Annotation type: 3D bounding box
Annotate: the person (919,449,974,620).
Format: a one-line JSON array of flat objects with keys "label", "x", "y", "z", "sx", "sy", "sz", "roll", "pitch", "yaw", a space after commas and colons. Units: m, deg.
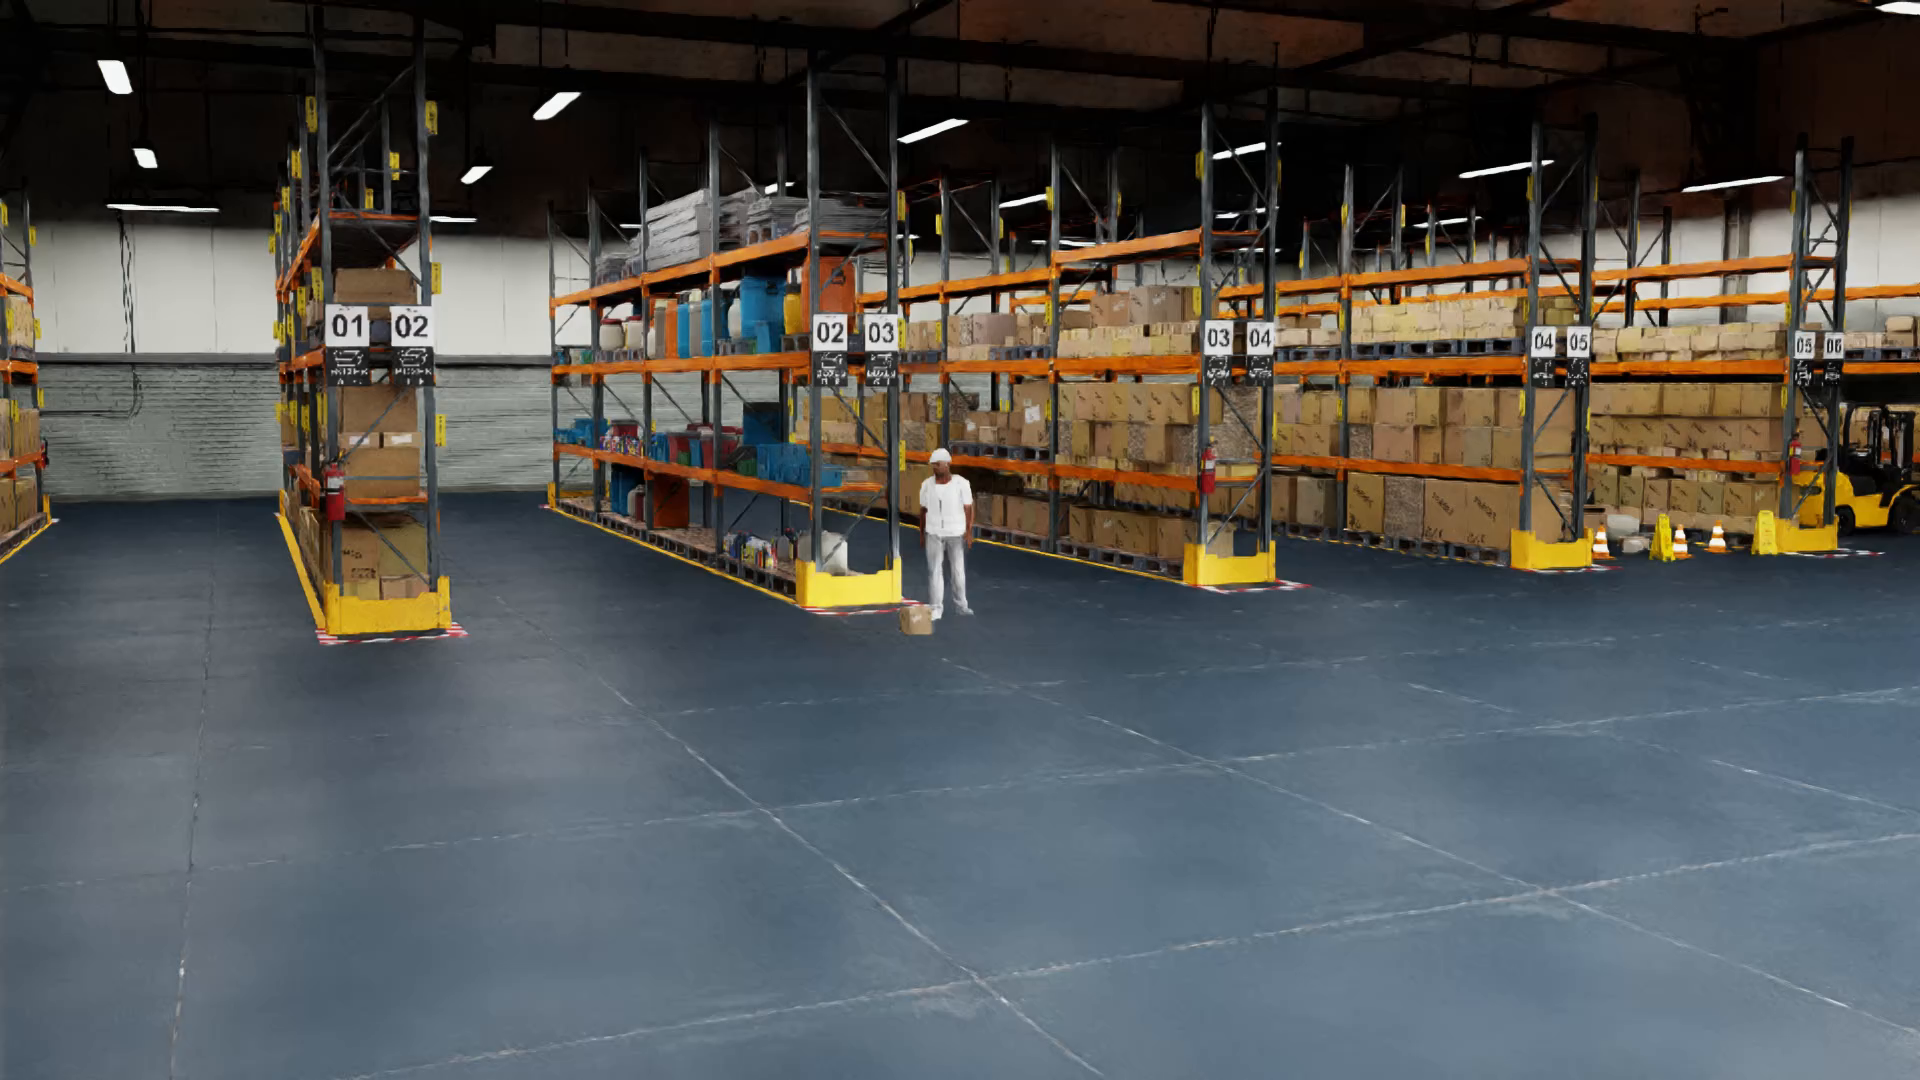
[{"label": "person", "x": -0.151, "y": -0.063, "z": 17.263, "sx": 0.591, "sy": 1.771, "sz": 0.582, "roll": 1, "pitch": 5, "yaw": 9}]
